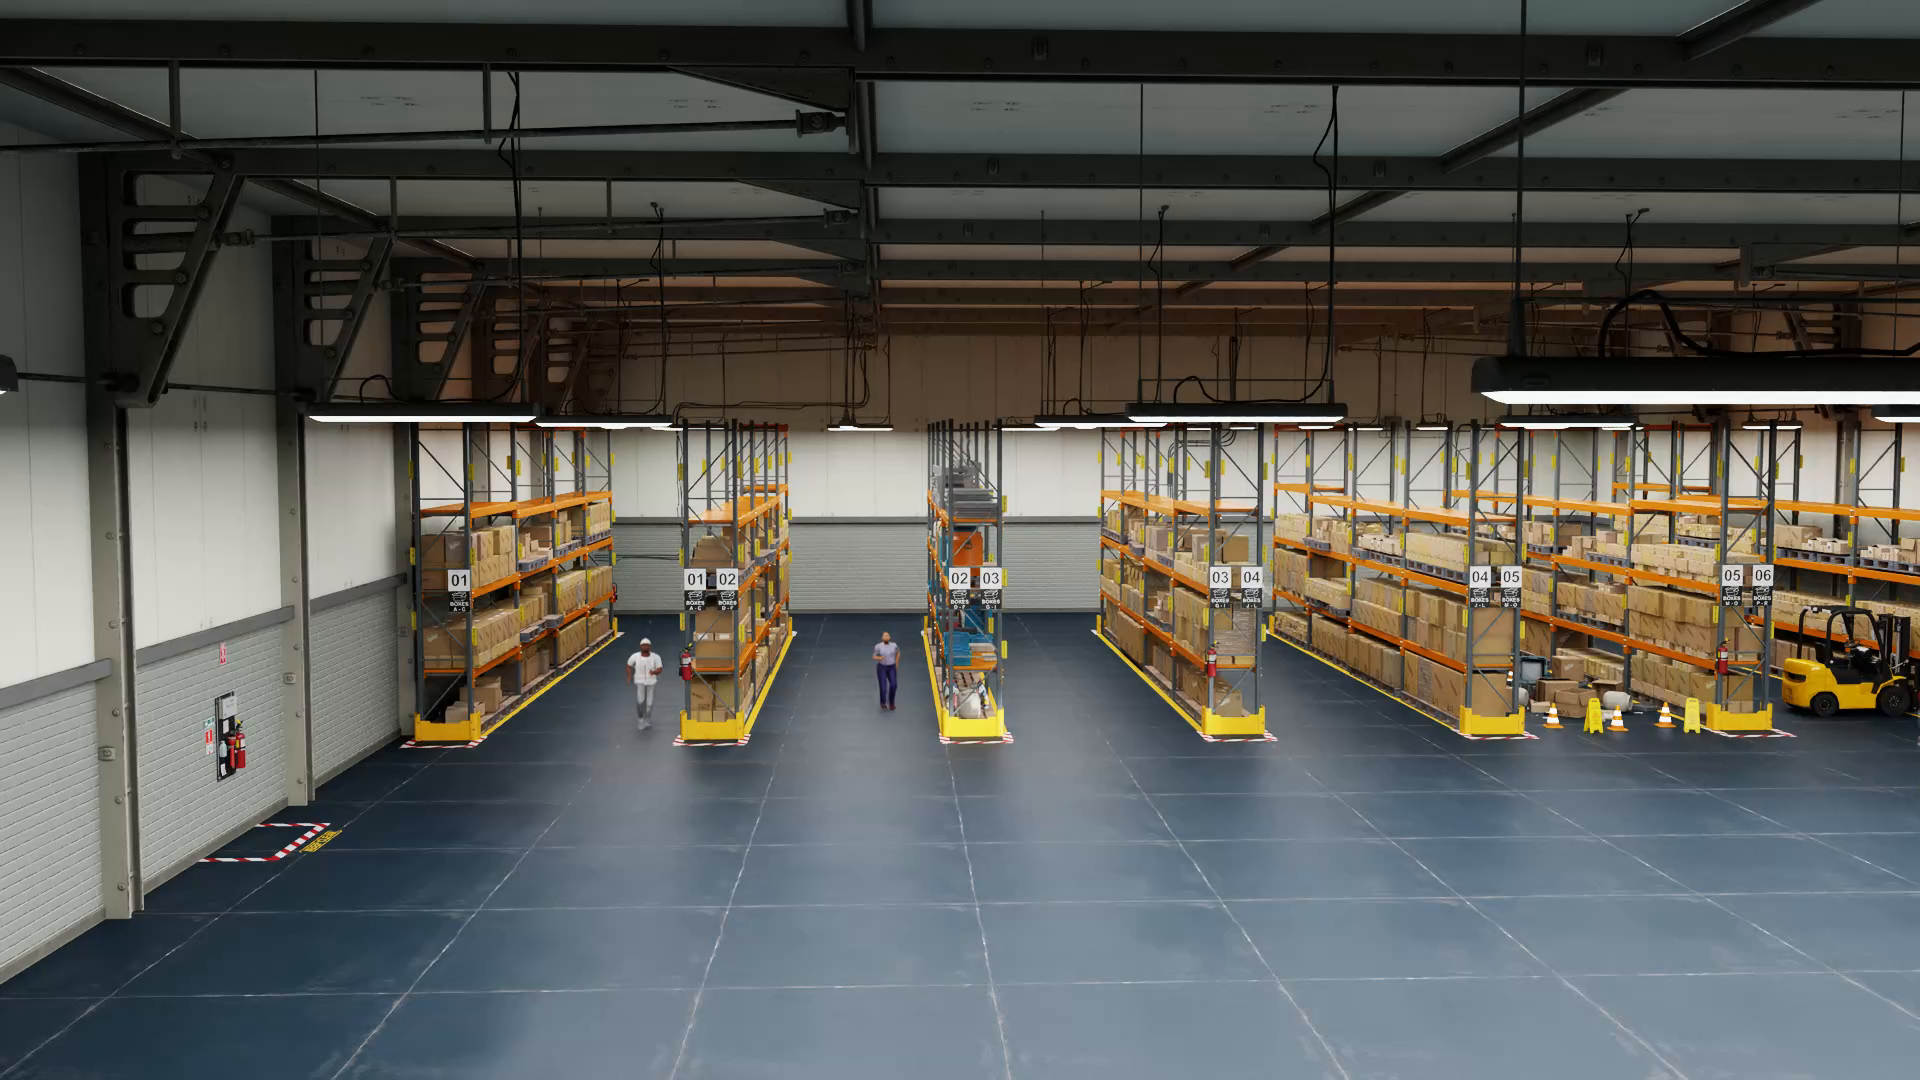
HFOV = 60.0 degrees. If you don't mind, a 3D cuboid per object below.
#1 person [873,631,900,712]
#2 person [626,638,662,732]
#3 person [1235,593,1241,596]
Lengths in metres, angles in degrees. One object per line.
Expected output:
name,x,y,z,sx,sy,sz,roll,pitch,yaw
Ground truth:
person,-1.502,2.718,34.307,0.586,1.676,0.661,-1,4,-10
person,-6.080,2.793,32.104,0.669,1.779,0.659,-1,4,-14
person,7.712,1.886,47.365,0.687,1.677,0.856,1,4,12
